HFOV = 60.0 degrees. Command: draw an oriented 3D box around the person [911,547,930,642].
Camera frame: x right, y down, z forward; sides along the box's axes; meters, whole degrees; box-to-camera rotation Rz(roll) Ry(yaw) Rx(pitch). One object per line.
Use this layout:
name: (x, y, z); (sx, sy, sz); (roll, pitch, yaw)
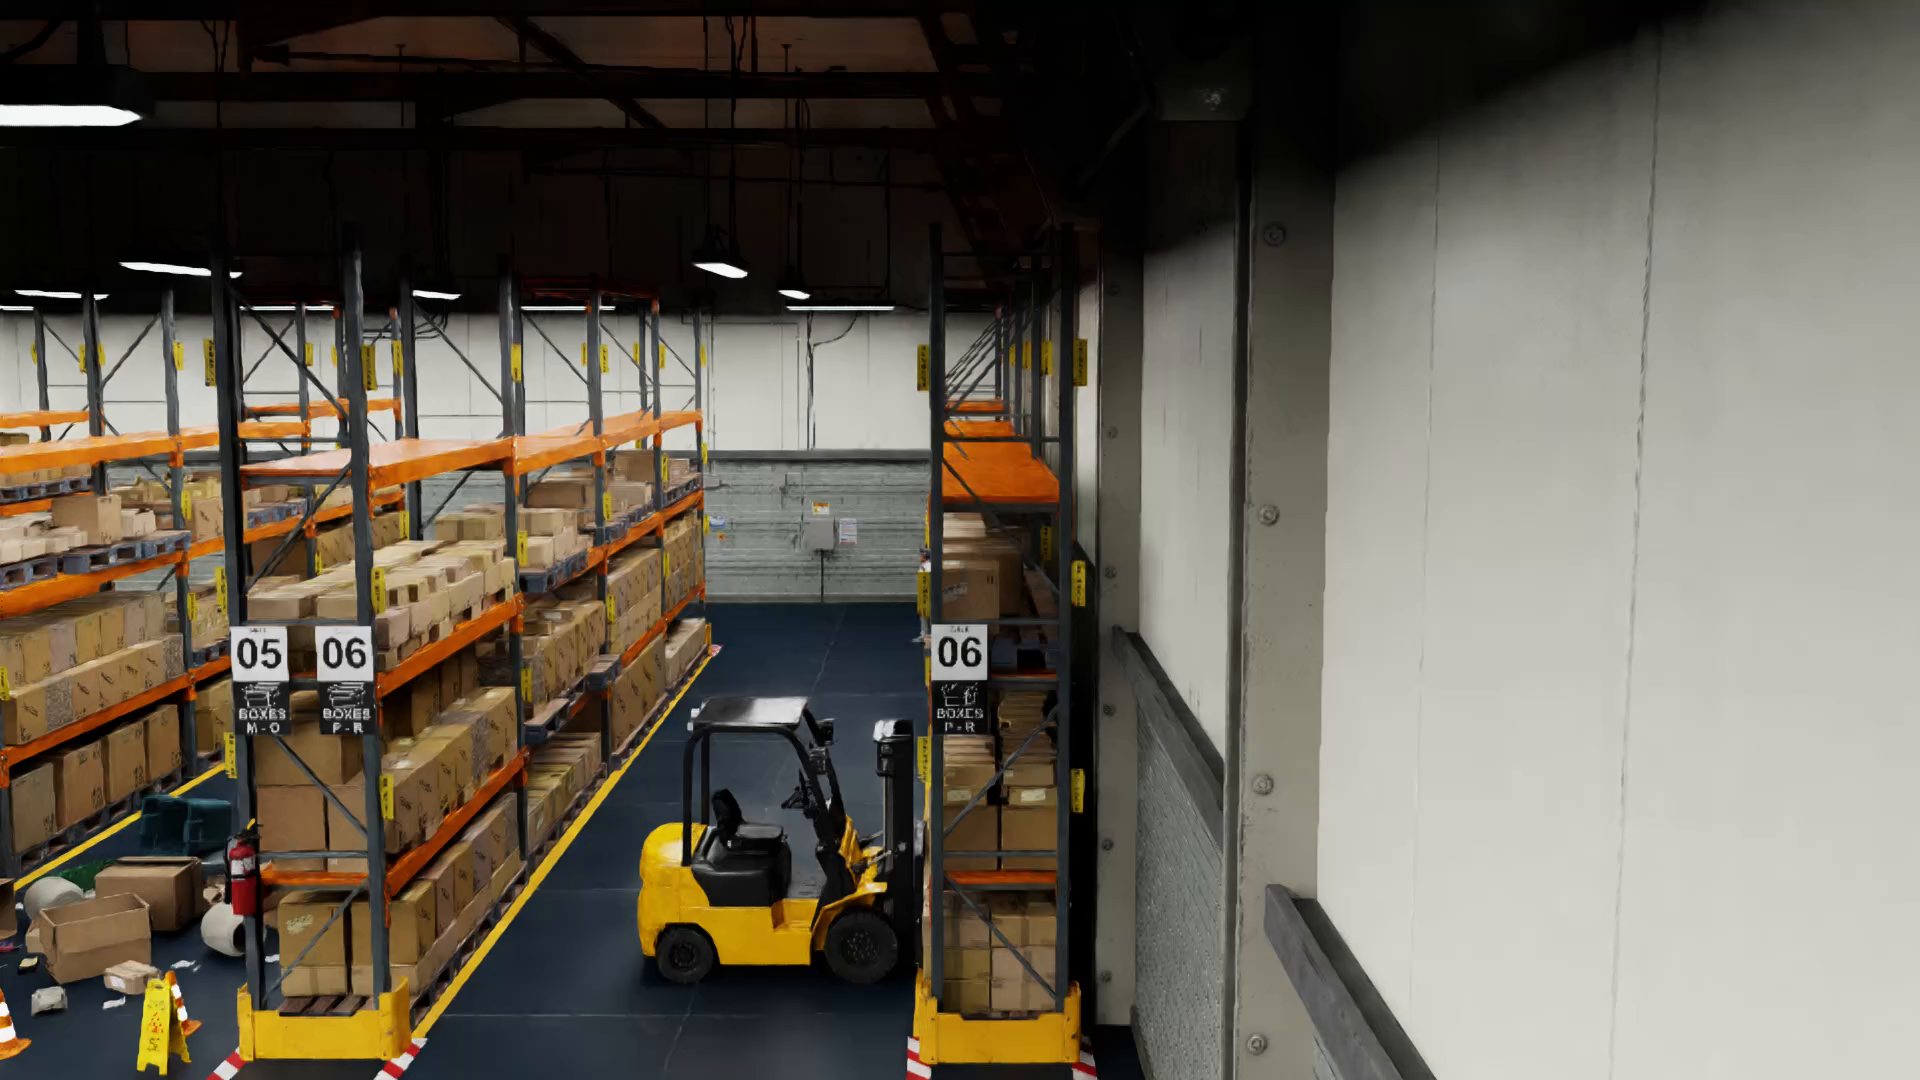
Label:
person: (-0.515, 0.954, 29.084); (0.681, 1.658, 0.496); (-3, 7, -24)
